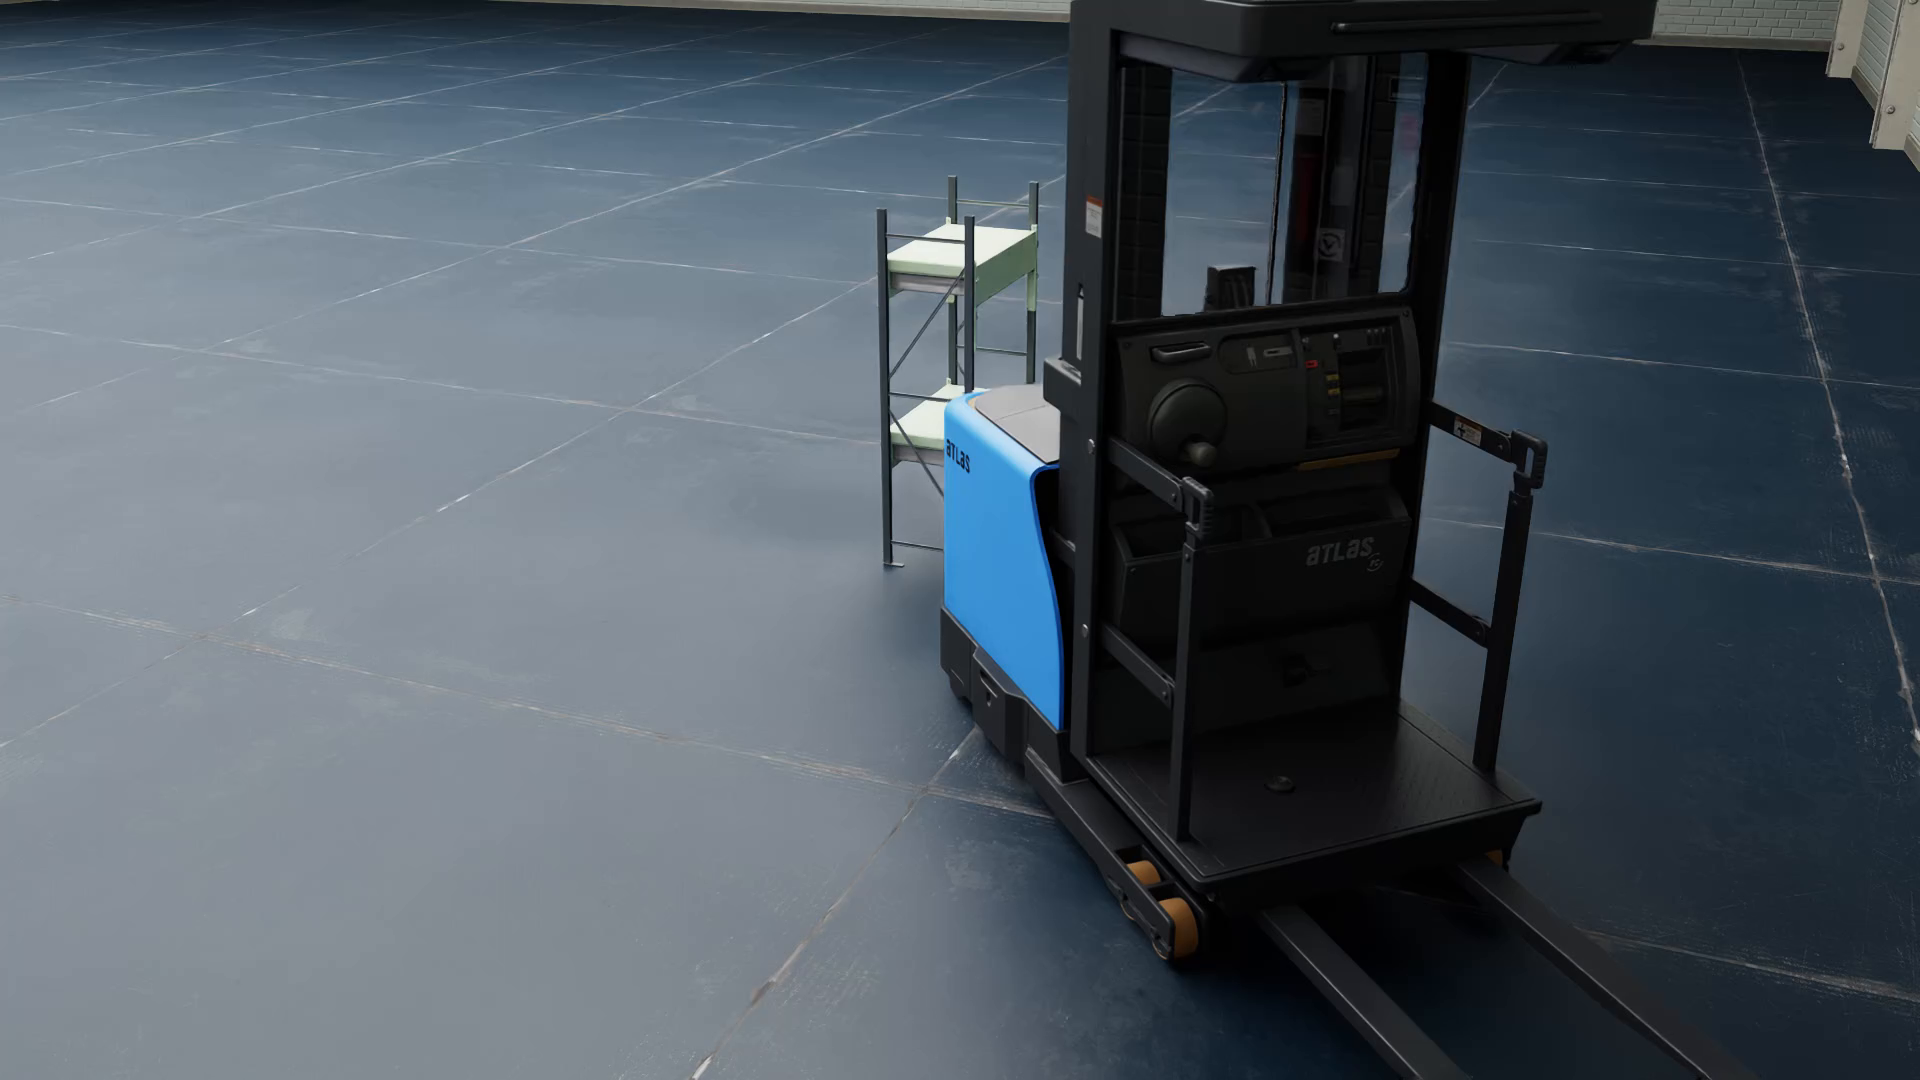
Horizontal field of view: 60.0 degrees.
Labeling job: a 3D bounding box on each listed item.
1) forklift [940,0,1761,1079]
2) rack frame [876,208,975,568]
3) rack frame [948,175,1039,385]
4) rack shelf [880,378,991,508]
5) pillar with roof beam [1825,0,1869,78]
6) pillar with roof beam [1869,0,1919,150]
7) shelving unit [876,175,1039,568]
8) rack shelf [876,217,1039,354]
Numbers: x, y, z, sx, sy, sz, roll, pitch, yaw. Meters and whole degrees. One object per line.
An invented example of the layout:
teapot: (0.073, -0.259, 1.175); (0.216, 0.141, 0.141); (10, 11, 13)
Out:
forklift: (0.941, -0.395, 4.394); (1.130, 2.935, 3.031); (-9, 24, -20)
rack frame: (-0.133, -0.563, 6.653); (0.400, 1.500, 0.023); (9, 24, 20)
rack frame: (0.138, -0.825, 7.280); (0.400, 1.500, 0.023); (9, 24, 20)
rack shelf: (0.002, -0.394, 7.092); (0.431, 0.370, 0.720); (9, 24, 20)
pillar with roof beam: (7.576, -10.880, 21.623); (9.100, 9.000, 0.400); (9, 24, 20)
pillar with roof beam: (5.348, -8.733, 16.483); (9.100, 9.000, 0.400); (9, 24, 20)
shelving unit: (0.002, -0.694, 6.967); (0.431, 1.500, 0.755); (9, 24, 20)
rack shelf: (0.002, -1.055, 6.816); (0.431, 0.370, 0.720); (9, 24, 20)
